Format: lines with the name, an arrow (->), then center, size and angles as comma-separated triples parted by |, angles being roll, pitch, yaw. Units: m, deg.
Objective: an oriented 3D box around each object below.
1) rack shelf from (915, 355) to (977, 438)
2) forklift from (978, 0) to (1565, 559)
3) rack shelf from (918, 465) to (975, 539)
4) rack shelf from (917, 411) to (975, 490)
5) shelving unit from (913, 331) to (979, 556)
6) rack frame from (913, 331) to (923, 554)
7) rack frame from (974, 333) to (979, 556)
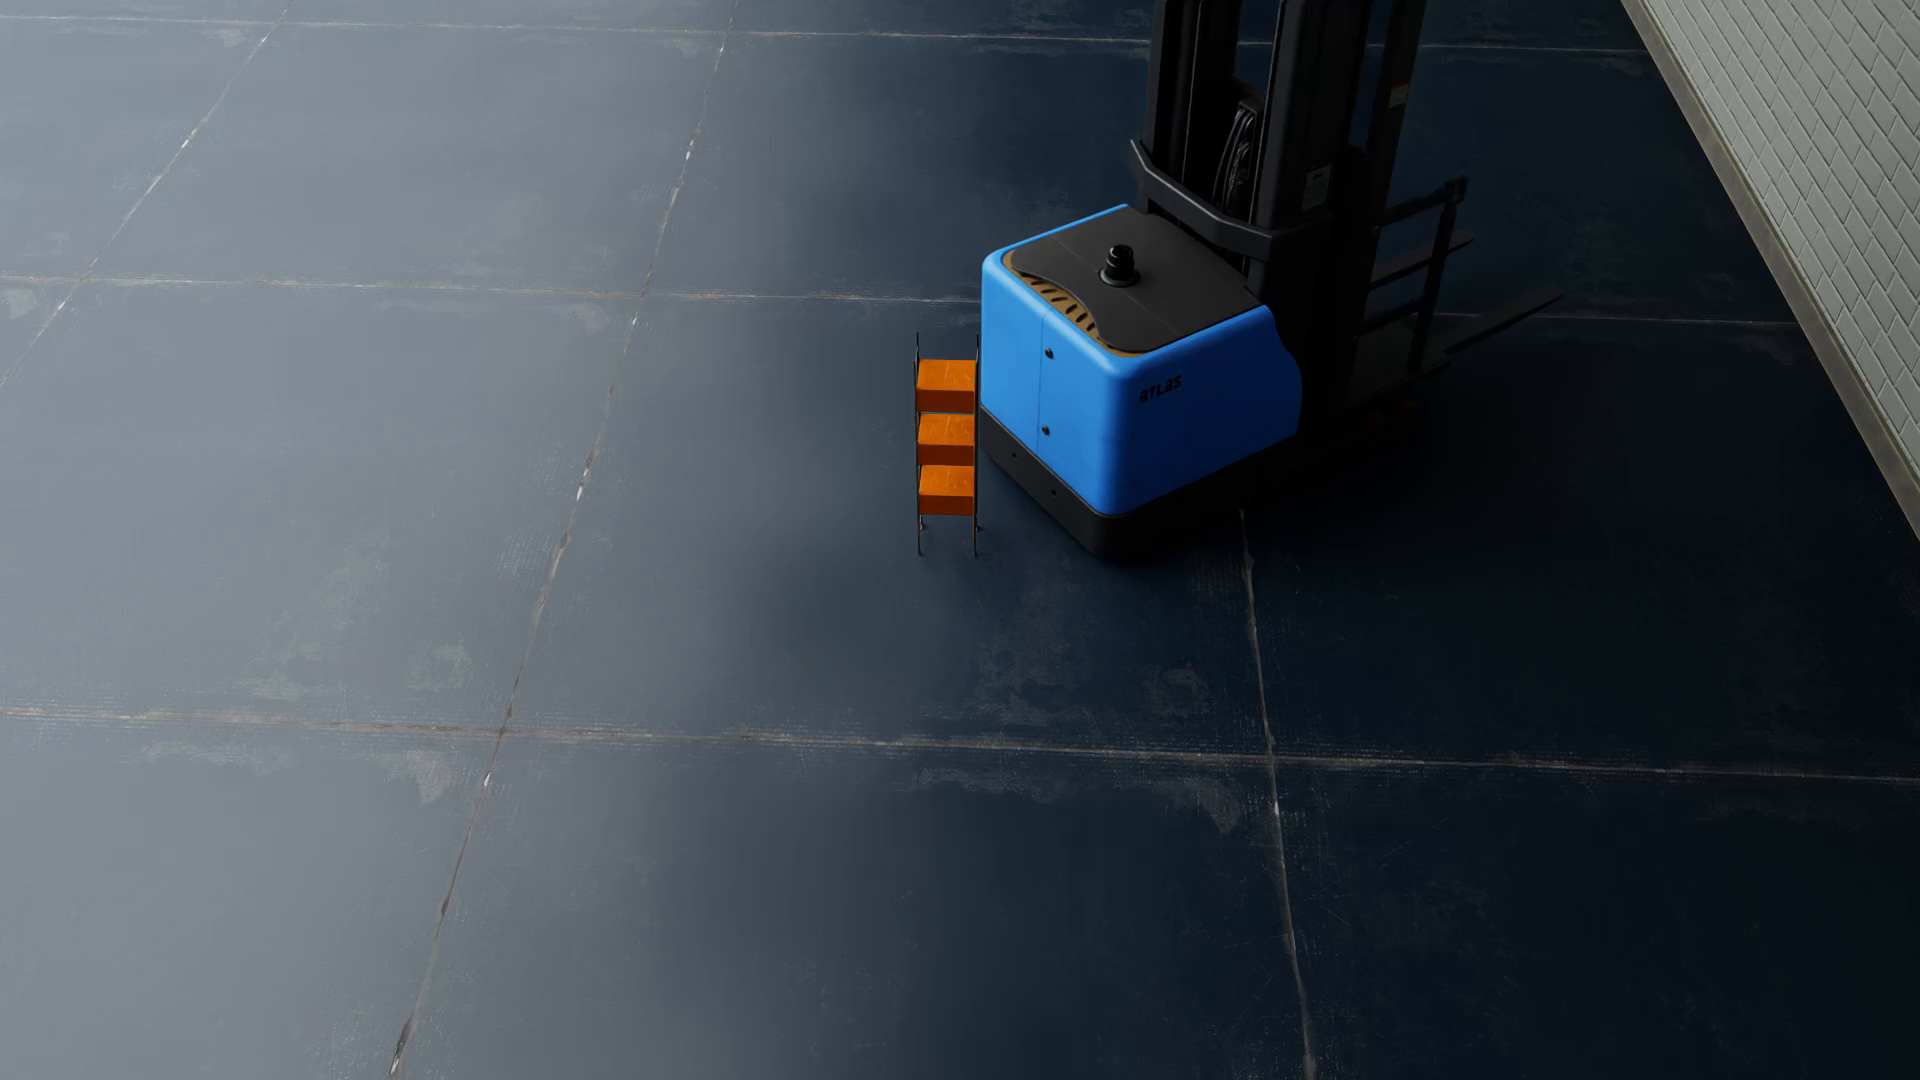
rack shelf -> -0.053, -0.586, 6.793 | 0.240, 0.259, 0.215 | 2, 43, 2
forklift -> 1.591, -1.777, 7.092 | 3.031, 2.935, 1.130 | -24, 48, -24
rack shelf -> -0.053, -0.175, 7.176 | 0.240, 0.259, 0.215 | 2, 43, 2
rack shelf -> -0.053, -0.378, 6.987 | 0.240, 0.259, 0.215 | 2, 43, 2
shelving unit -> -0.053, -0.386, 6.979 | 0.252, 1.050, 0.215 | 2, 43, 2
rack frame -> -0.175, -0.390, 6.983 | 0.008, 1.050, 0.200 | 2, 43, 2
rack frame -> 0.068, -0.382, 6.975 | 0.008, 1.050, 0.200 | 2, 43, 2
